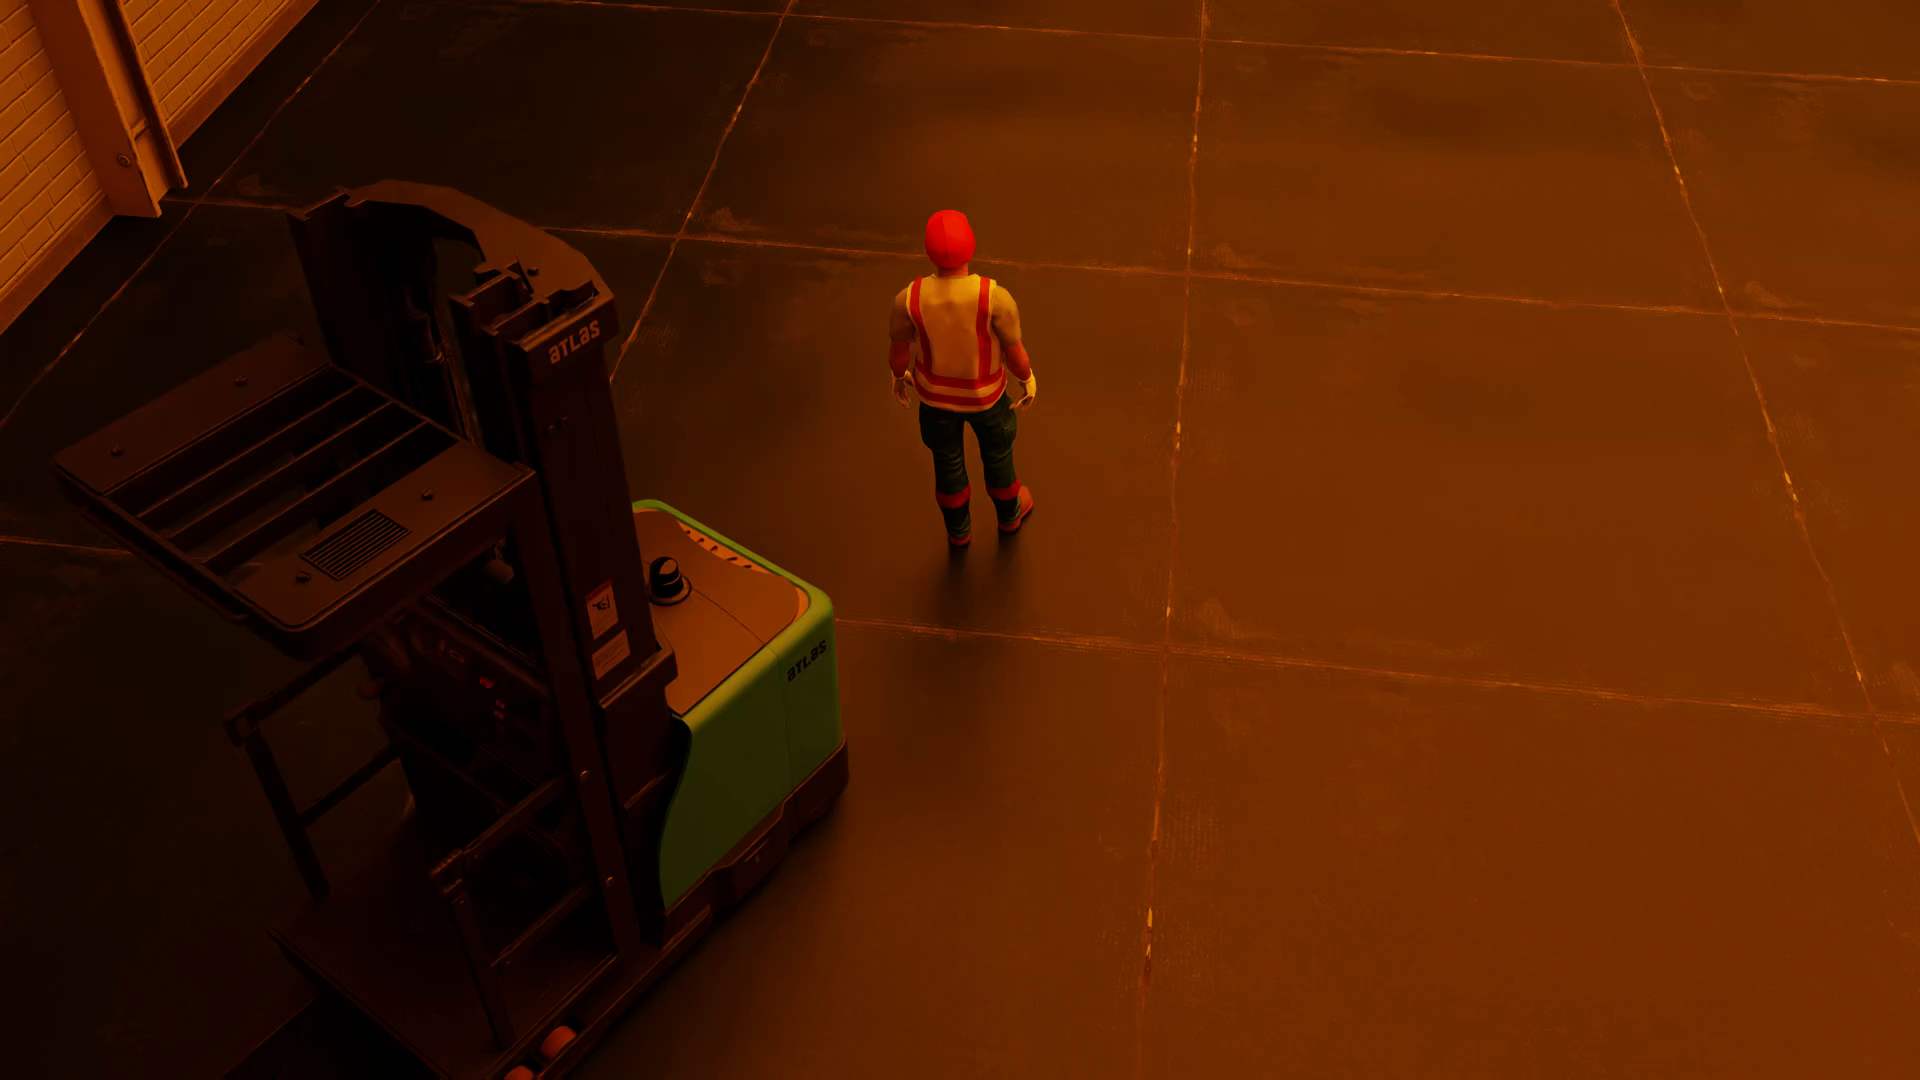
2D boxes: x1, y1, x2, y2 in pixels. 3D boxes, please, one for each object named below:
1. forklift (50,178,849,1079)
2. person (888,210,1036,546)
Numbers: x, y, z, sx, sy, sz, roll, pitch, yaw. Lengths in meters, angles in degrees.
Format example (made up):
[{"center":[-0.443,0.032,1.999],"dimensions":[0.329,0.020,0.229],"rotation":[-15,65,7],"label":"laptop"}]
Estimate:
[{"center":[-1.741,0.518,5.161],"dimensions":[1.130,2.935,3.031],"rotation":[27,49,26],"label":"forklift"},{"center":[0.023,-0.718,7.338],"dimensions":[0.637,1.790,0.562],"rotation":[5,43,6],"label":"person"}]
